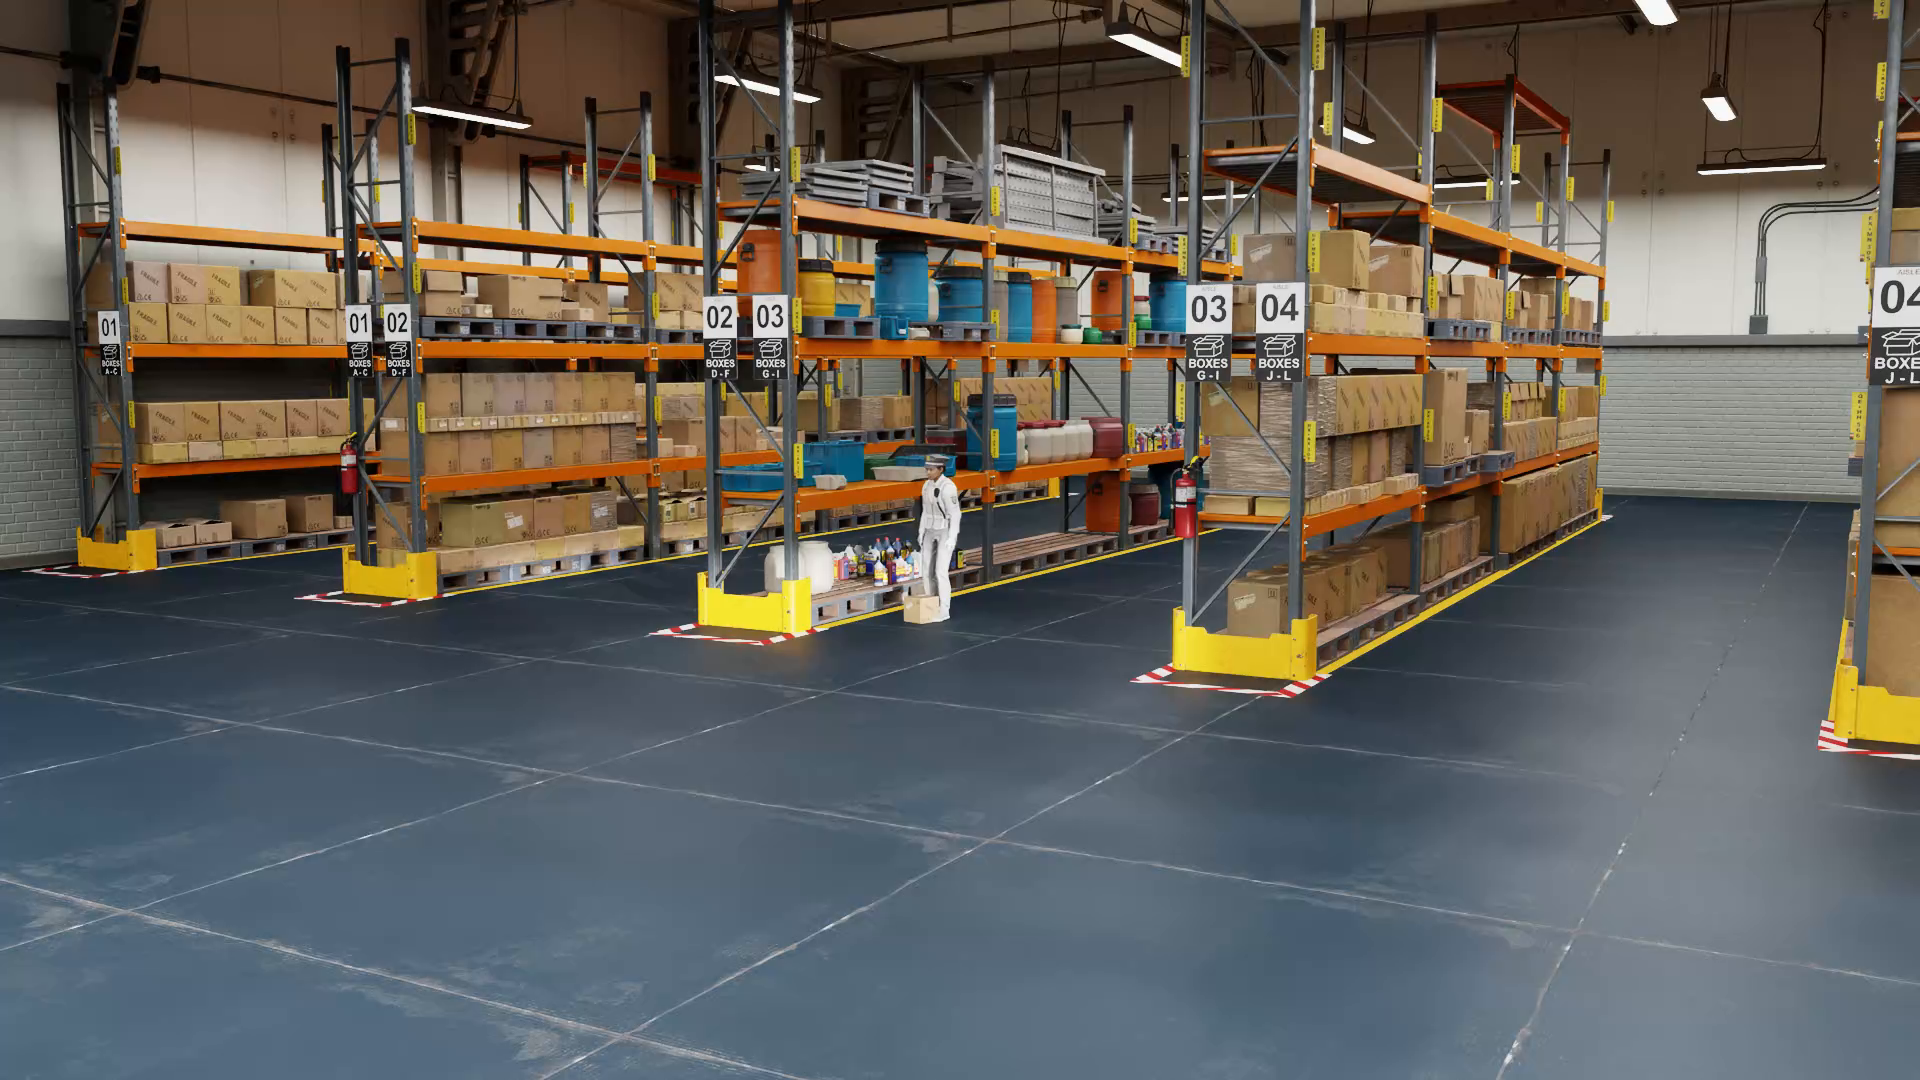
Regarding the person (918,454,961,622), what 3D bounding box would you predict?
[{"bbox_3d":[-0.229,-0.033,16.660,0.410,1.663,0.525,-6,8,-43],"label":"person"}]
